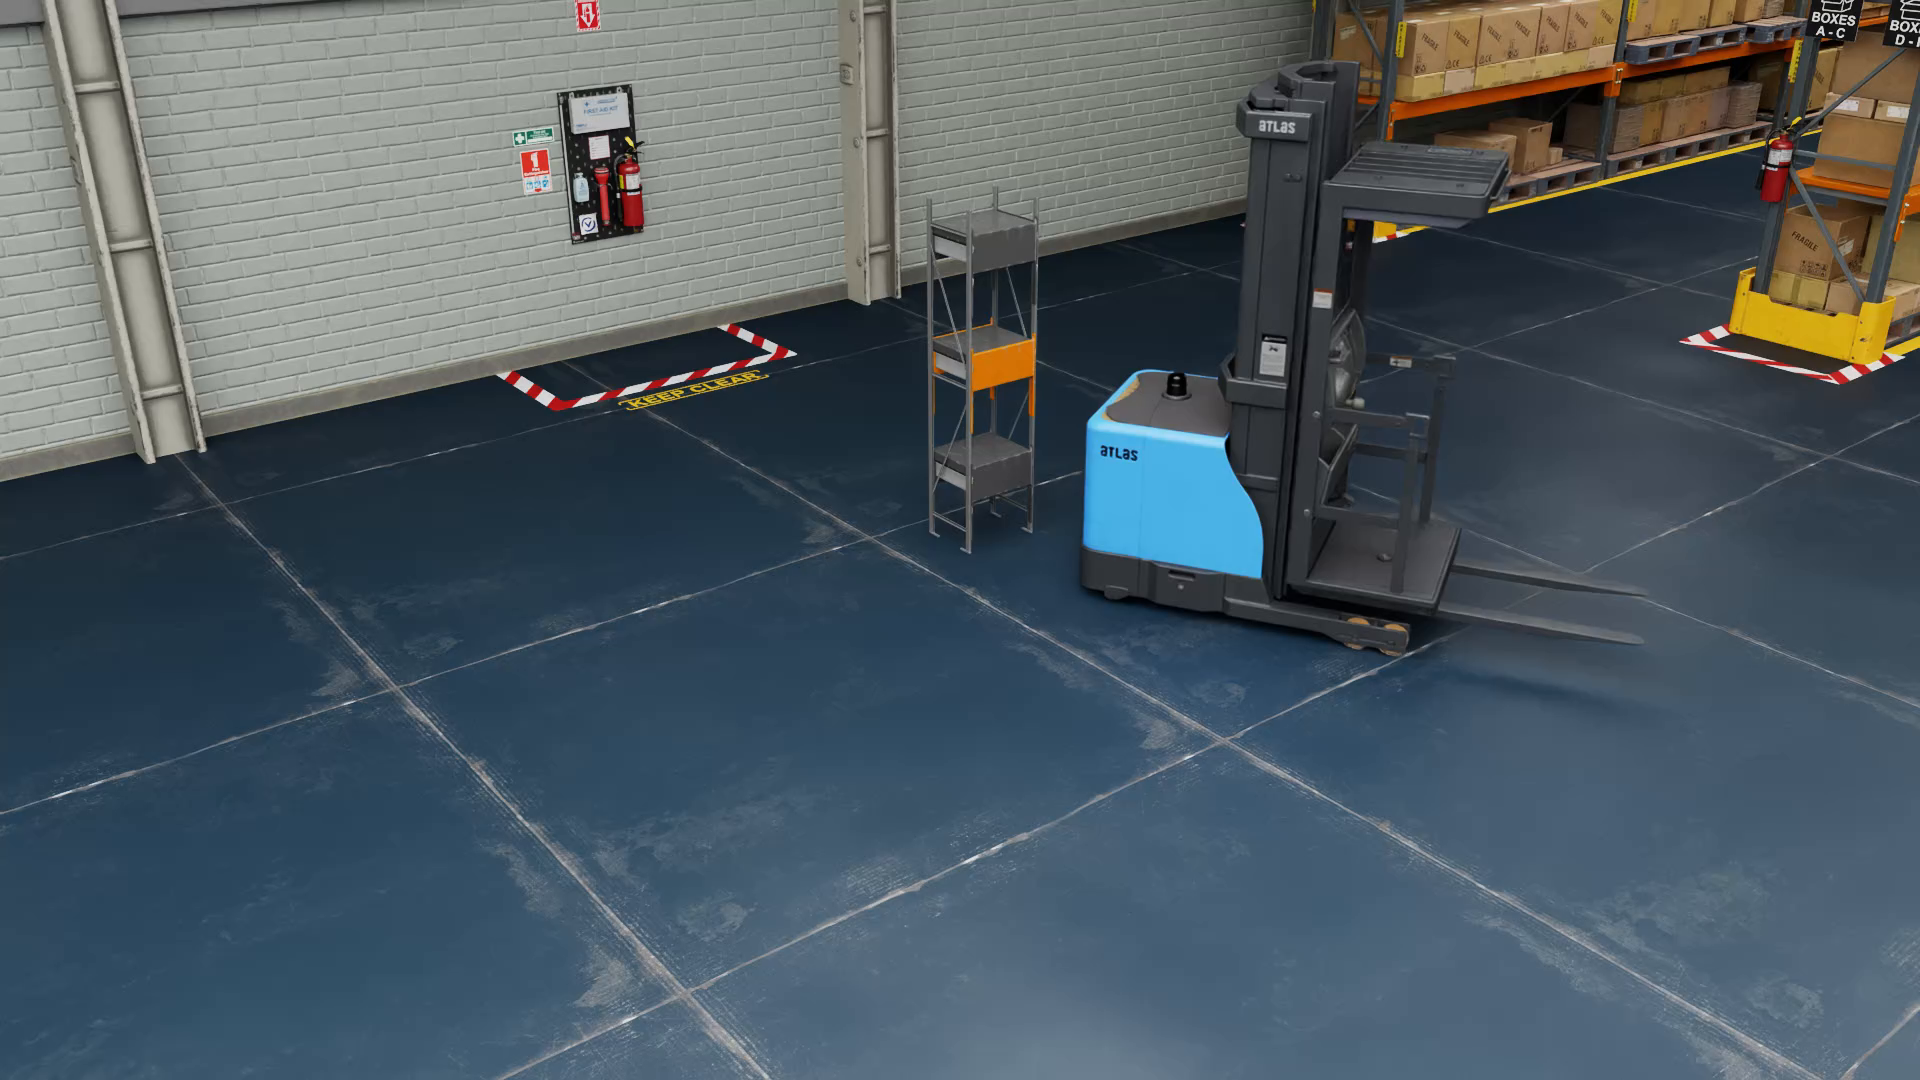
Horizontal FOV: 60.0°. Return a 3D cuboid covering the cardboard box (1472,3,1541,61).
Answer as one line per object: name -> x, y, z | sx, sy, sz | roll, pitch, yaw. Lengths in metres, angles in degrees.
cardboard box -> 5.696, -5.332, 17.439 | 0.500, 0.500, 0.500 | -17, 30, -32

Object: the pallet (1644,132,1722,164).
pallet -> 8.650, -4.927, 20.615 | 1.213, 0.211, 1.003 | -18, 31, -34

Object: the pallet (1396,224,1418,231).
pallet -> 4.651, -3.585, 17.724 | 1.213, 0.211, 1.003 | -18, 31, -34

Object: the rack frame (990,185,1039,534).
rack frame -> 0.322, -1.059, 10.037 | 0.015, 2.100, 0.400 | -18, 31, -34

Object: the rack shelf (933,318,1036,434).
rack shelf -> 0.130, -0.983, 9.906 | 0.480, 0.518, 0.431 | -18, 31, -34

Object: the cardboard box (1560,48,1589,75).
cardboard box -> 6.495, -5.261, 18.177 | 0.500, 0.250, 0.500 | -18, 30, -34

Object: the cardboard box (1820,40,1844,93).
cardboard box -> 11.578, -6.297, 22.311 | 0.750, 0.750, 0.750 | -18, 31, -34

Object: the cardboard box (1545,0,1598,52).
cardboard box -> 6.507, -5.594, 18.005 | 0.500, 0.500, 0.500 | -18, 31, -34

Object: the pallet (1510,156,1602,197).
pallet -> 6.571, -4.219, 19.090 | 1.213, 0.211, 1.003 | -18, 31, -34

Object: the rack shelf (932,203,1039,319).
rack shelf -> 0.130, -1.618, 9.612 | 0.480, 0.518, 0.431 | -18, 31, -34

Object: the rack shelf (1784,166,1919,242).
rack shelf -> 8.564, -3.184, 14.402 | 4.000, 0.370, 1.077 | -18, 31, -34

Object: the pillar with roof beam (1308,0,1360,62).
pillar with roof beam -> 6.604, -6.394, 13.339 | 0.400, 9.000, 9.100 | -18, 31, -34

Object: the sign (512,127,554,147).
sign -> -3.232, -3.057, 12.601 | 0.331, 0.109, 0.001 | -18, 31, -34

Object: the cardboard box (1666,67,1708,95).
cardboard box -> 8.802, -5.648, 20.413 | 0.500, 0.250, 0.500 | -18, 31, -34

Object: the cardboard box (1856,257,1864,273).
cardboard box -> 7.616, -2.305, 14.421 | 0.500, 0.250, 0.500 | -18, 31, -34

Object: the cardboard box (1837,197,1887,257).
cardboard box -> 8.006, -2.777, 14.547 | 0.500, 0.500, 0.500 | -18, 31, -34

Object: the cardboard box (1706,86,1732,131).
cardboard box -> 9.214, -5.475, 20.931 | 0.500, 0.500, 0.700 | -18, 31, -34

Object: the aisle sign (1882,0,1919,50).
aisle sign -> 7.127, -4.052, 12.329 | 0.004, 0.787, 0.394 | -18, 31, -34

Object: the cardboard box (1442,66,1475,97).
cardboard box -> 4.910, -4.733, 17.040 | 0.500, 0.250, 0.500 | -19, 31, -36

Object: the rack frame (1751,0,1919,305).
rack frame -> 6.990, -2.991, 13.131 | 0.127, 3.000, 1.000 | -18, 31, -34

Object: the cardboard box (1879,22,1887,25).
cardboard box -> 7.817, -3.894, 13.417 | 0.500, 0.500, 0.700 | -19, 31, -35

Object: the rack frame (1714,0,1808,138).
rack frame -> 10.226, -6.709, 21.143 | 0.127, 3.000, 1.000 | -18, 31, -34

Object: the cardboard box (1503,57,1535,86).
cardboard box -> 5.714, -4.994, 17.602 | 0.500, 0.250, 0.500 | -18, 30, -34

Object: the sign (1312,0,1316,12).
sign -> 3.603, -5.489, 16.762 | 0.005, 0.325, 0.100 | -18, 31, -34

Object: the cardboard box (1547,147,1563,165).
cardboard box -> 6.675, -4.436, 19.087 | 0.380, 0.166, 0.250 | 22, 33, 39

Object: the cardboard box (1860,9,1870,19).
cardboard box -> 11.828, -7.015, 22.077 | 0.250, 0.149, 0.380 | -18, 30, -34

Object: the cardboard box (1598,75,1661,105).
cardboard box -> 7.991, -5.388, 19.853 | 0.500, 0.250, 0.500 | -19, 31, -35

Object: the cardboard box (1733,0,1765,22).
cardboard box -> 9.439, -6.674, 20.427 | 0.500, 0.500, 0.700 | -22, 33, -39

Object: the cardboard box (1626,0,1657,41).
cardboard box -> 7.499, -6.036, 19.051 | 0.500, 0.500, 0.700 | -18, 30, -34

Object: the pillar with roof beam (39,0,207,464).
pillar with roof beam -> -2.839, -3.277, 6.622 | 0.400, 9.000, 9.100 | -18, 31, -34

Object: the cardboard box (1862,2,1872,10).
cardboard box -> 11.575, -7.201, 21.708 | 0.500, 0.500, 0.500 | -18, 31, -34

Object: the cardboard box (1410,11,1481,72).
cardboard box -> 4.886, -5.062, 16.857 | 0.500, 0.500, 0.500 | -18, 30, -34

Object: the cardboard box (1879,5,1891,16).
cardboard box -> 12.255, -7.146, 22.359 | 0.250, 0.149, 0.380 | -19, 31, -35

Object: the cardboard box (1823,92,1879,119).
cardboard box -> 7.173, -3.493, 13.324 | 0.250, 0.149, 0.380 | -19, 31, -35

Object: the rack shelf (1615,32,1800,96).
rack shelf -> 8.652, -5.863, 20.175 | 4.000, 0.370, 1.077 | -18, 31, -34

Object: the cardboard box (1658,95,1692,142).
cardboard box -> 8.449, -5.202, 20.343 | 0.500, 0.500, 0.700 | -18, 30, -33

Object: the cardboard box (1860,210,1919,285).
cardboard box -> 7.941, -2.470, 13.887 | 0.500, 0.500, 0.500 | -18, 31, -34

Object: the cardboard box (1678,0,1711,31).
cardboard box -> 8.442, -6.360, 19.749 | 0.500, 0.500, 0.700 | -14, 28, -27

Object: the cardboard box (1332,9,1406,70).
cardboard box -> 4.170, -5.105, 16.950 | 0.500, 0.500, 0.500 | -19, 31, -35

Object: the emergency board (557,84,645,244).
emergency board -> -2.742, -2.911, 12.960 | 0.643, 1.169, 0.194 | -18, 31, -34

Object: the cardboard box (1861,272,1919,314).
cardboard box -> 7.940, -2.131, 14.046 | 0.500, 0.250, 0.500 | -18, 31, -34

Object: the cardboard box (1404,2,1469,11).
cardboard box -> 4.976, -5.368, 17.517 | 0.500, 0.500, 0.500 | -19, 31, -35

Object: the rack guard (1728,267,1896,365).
rack guard -> 6.971, -1.851, 13.644 | 0.348, 0.500, 1.175 | -18, 31, -34

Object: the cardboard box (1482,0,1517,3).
cardboard box -> 5.774, -5.638, 18.098 | 0.500, 0.500, 0.500 | -17, 30, -33

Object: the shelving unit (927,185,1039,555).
shelving unit -> 0.130, -0.995, 9.901 | 0.503, 2.100, 0.431 | -18, 31, -34

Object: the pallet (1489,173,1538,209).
pallet -> 5.610, -3.900, 18.403 | 1.213, 0.211, 1.003 | -18, 31, -34

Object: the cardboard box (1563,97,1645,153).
cardboard box -> 7.647, -4.932, 19.762 | 0.500, 0.500, 0.700 | -17, 30, -32

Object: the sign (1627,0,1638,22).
sign -> 7.419, -5.885, 18.339 | 0.005, 0.325, 0.100 | -18, 31, -34

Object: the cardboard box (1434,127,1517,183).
cardboard box -> 5.587, -4.169, 18.116 | 0.500, 0.500, 0.700 | -21, 32, -37

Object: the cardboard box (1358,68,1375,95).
cardboard box -> 4.178, -4.758, 17.093 | 0.500, 0.250, 0.500 | -18, 30, -33

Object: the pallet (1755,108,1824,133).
pallet -> 10.892, -5.624, 22.117 | 1.213, 0.211, 1.003 | -18, 31, -34

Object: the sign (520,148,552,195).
sign -> -3.241, -2.818, 12.717 | 0.234, 0.329, 0.001 | -18, 31, -34

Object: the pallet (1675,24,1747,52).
pallet -> 8.693, -6.094, 20.046 | 1.213, 0.211, 1.003 | -18, 31, -34

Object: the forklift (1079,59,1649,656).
forklift -> 2.252, -0.963, 8.844 | 3.031, 2.935, 1.130 | 10, 27, 20
